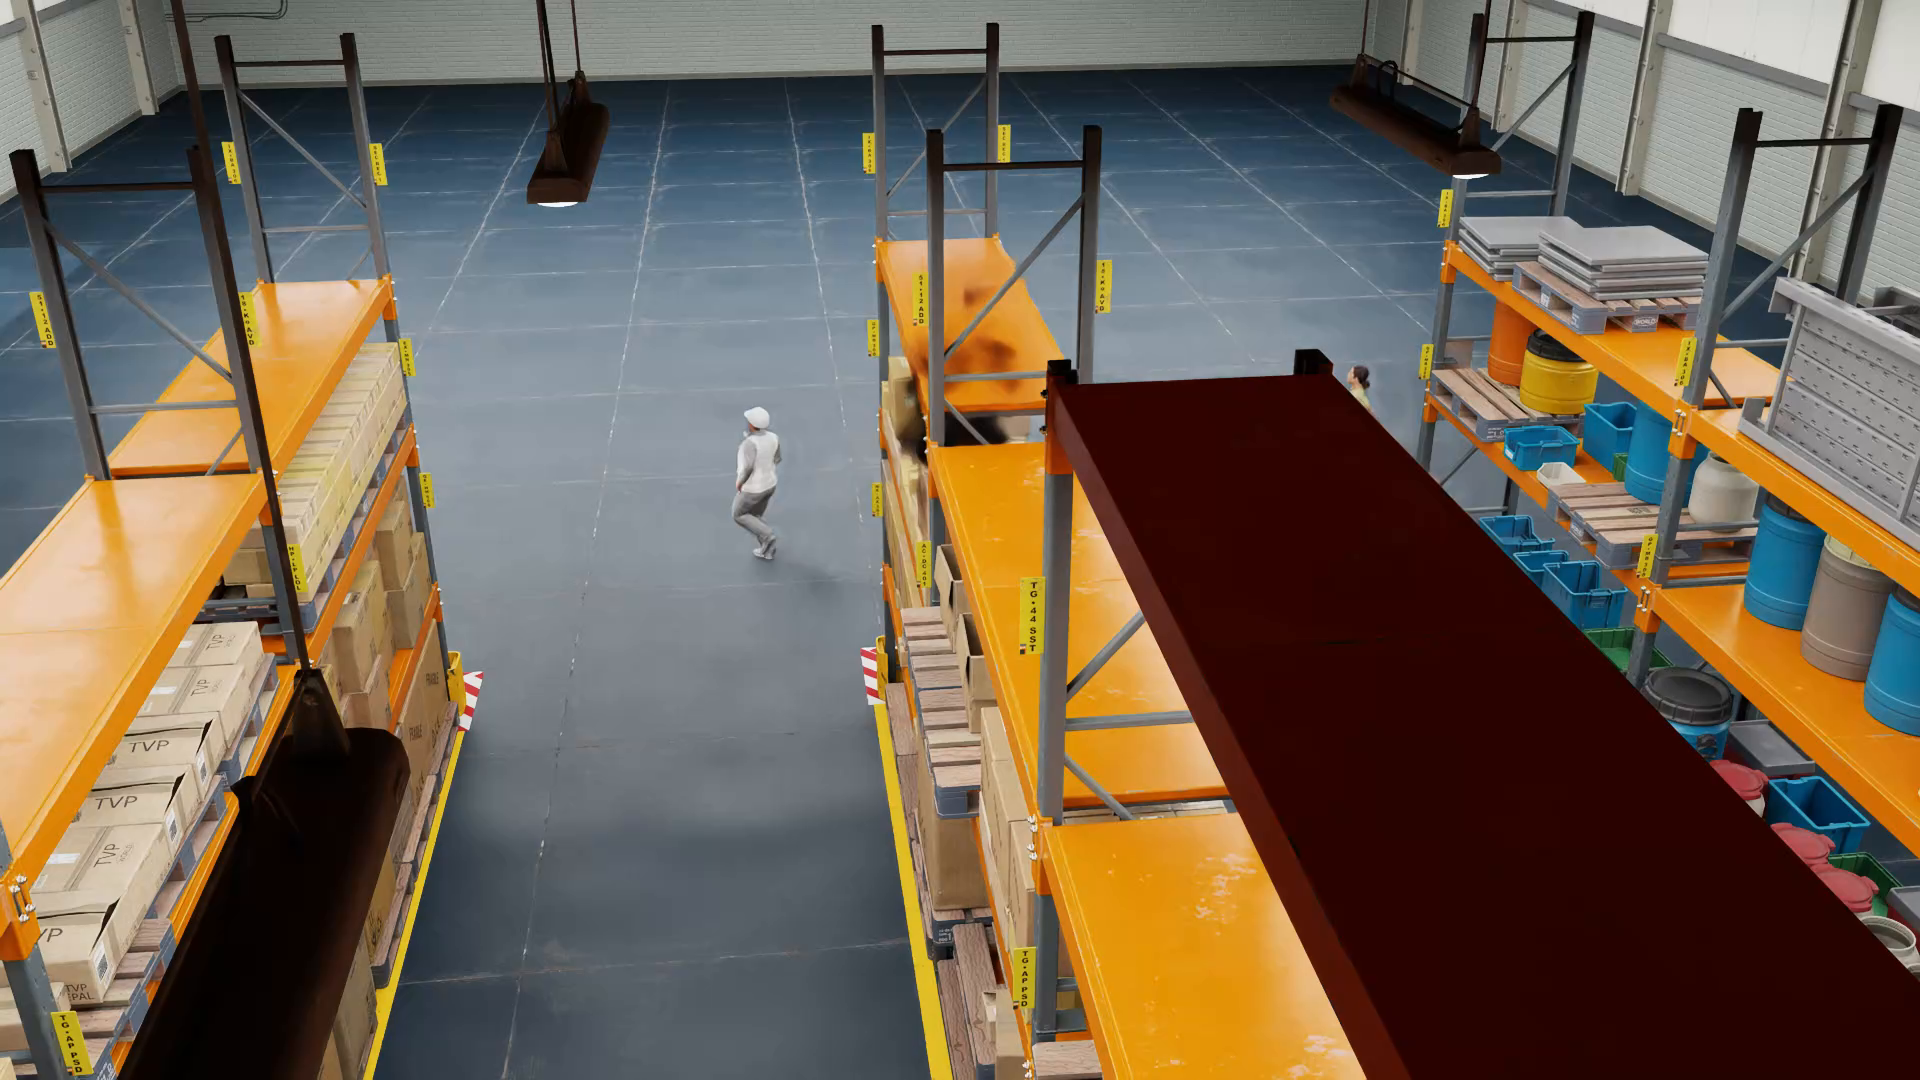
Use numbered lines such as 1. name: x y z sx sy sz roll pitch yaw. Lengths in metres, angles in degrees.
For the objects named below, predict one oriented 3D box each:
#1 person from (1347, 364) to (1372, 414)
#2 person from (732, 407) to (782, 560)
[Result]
1. person: 4.504 -1.240 19.200 0.945 1.644 0.592 8 27 16
2. person: -2.174 -0.598 17.765 0.523 1.736 0.668 17 30 31
